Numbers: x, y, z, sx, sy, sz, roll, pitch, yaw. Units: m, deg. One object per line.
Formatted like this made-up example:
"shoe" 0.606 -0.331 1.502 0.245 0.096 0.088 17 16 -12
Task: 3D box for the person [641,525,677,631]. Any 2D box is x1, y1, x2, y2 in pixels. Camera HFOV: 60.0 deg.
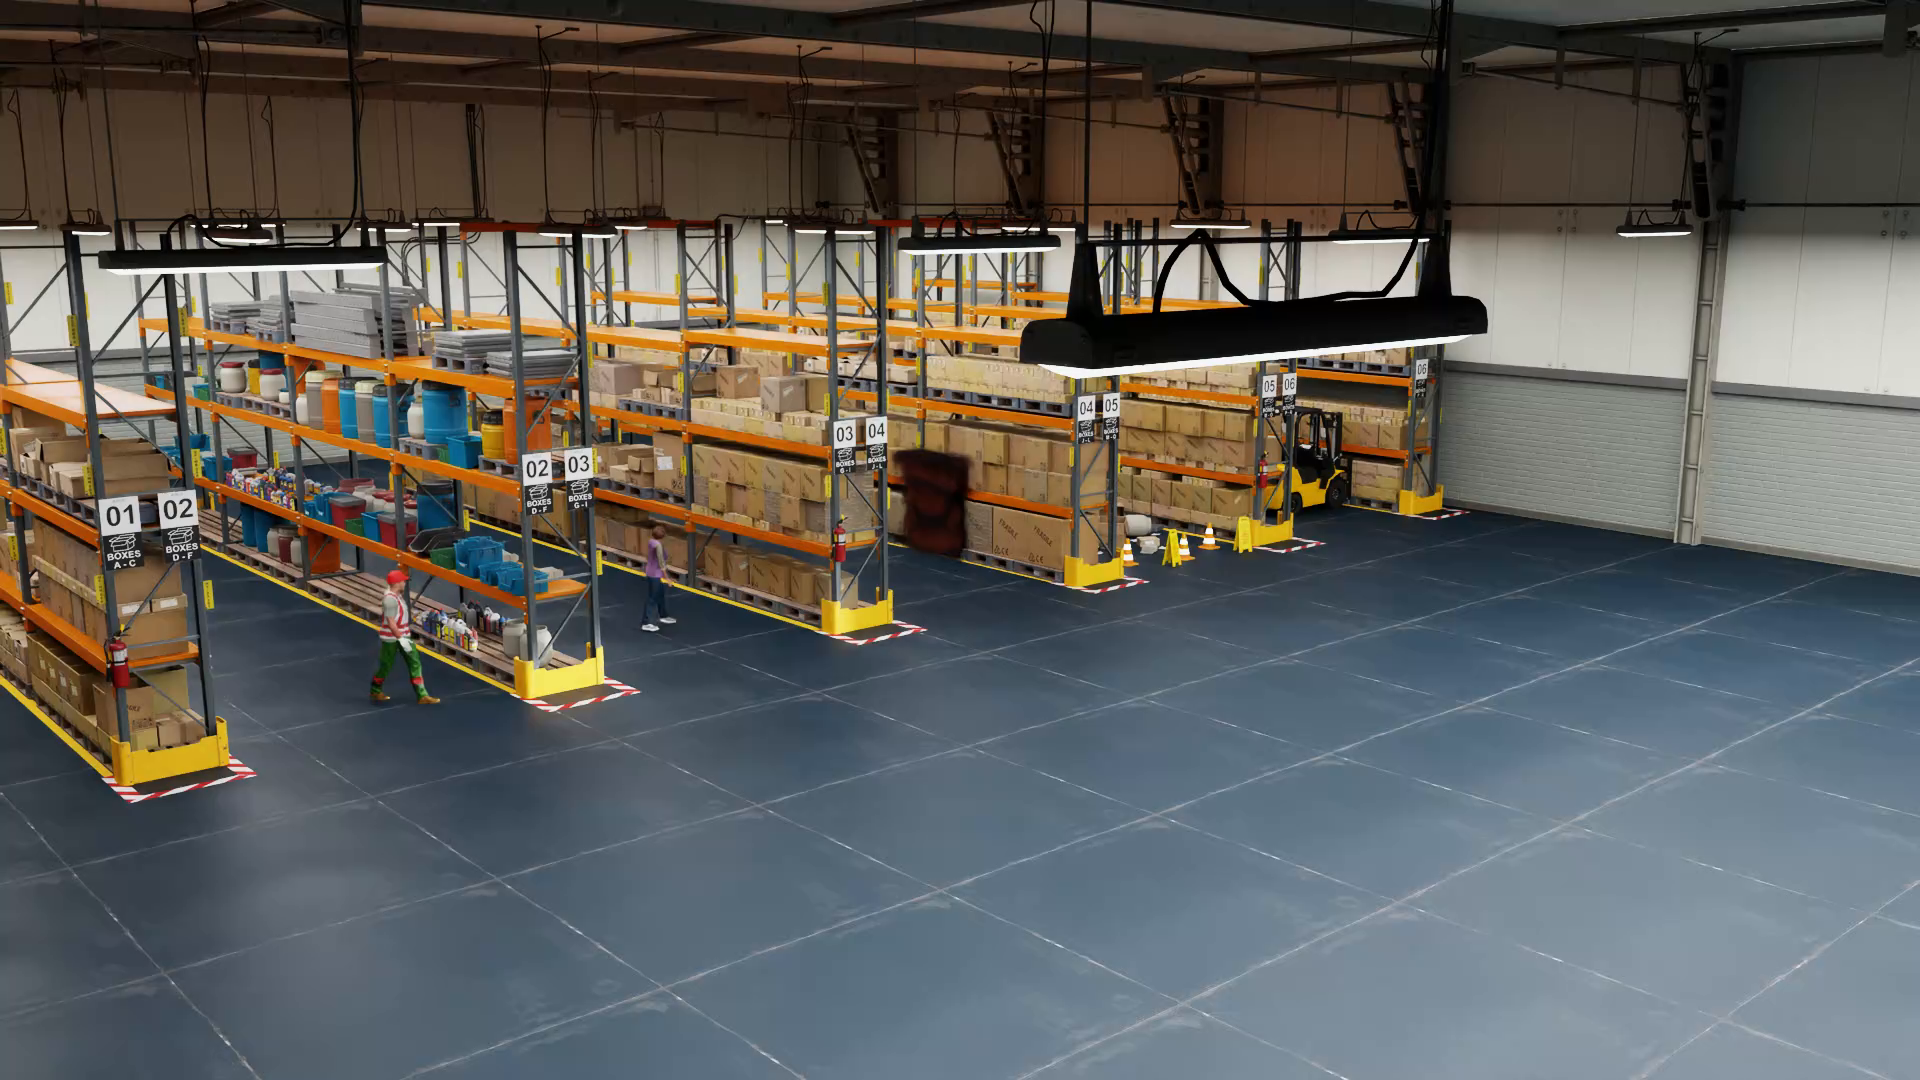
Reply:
"person" -4.570 0.551 25.131 0.590 1.591 0.567 -4 12 -17

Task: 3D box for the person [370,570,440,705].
"person" -7.172 1.254 21.206 1.005 1.745 0.468 5 13 25

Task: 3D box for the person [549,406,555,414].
"person" -9.938 -2.523 40.181 0.521 1.630 0.823 -3 12 -16
